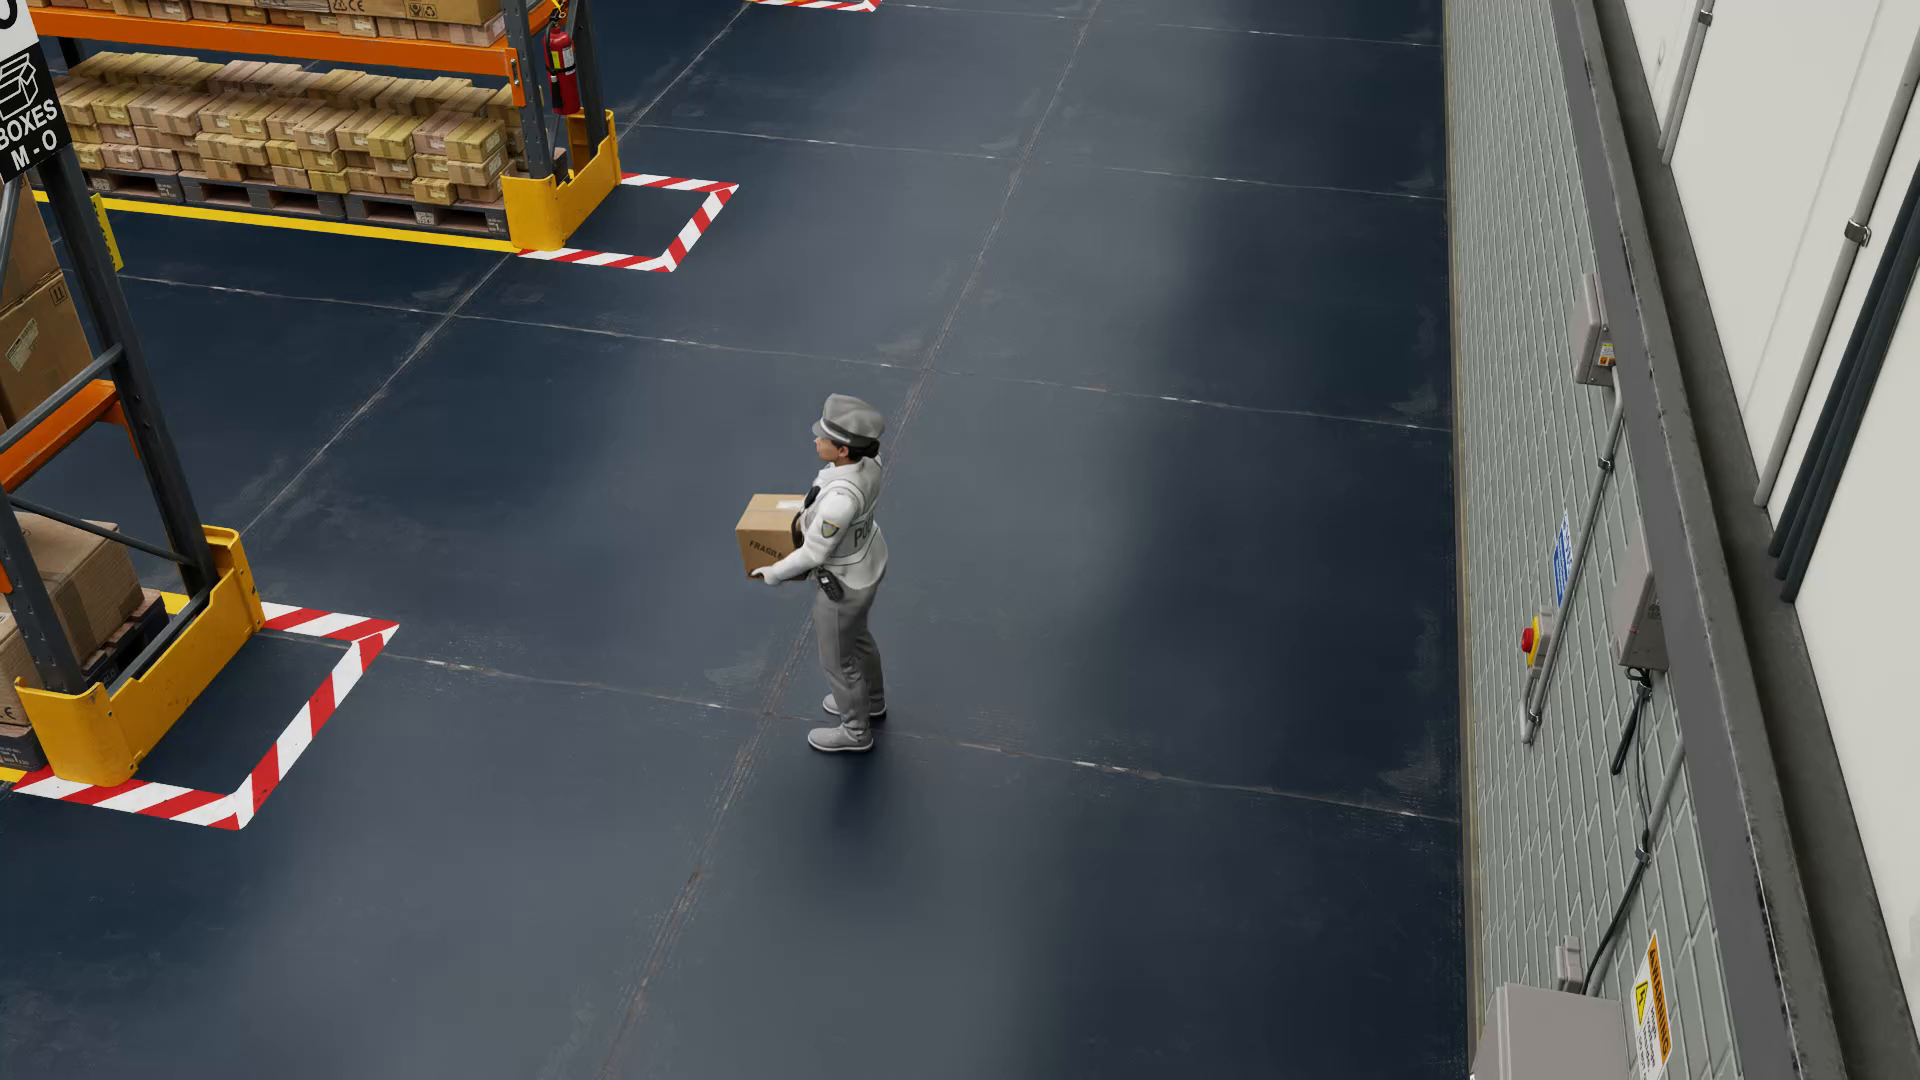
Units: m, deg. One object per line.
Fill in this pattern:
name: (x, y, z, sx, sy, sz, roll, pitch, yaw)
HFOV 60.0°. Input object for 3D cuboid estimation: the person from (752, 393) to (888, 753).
person: (-0.546, 0.135, 6.765, 0.535, 1.691, 0.453, 8, 37, 10)
